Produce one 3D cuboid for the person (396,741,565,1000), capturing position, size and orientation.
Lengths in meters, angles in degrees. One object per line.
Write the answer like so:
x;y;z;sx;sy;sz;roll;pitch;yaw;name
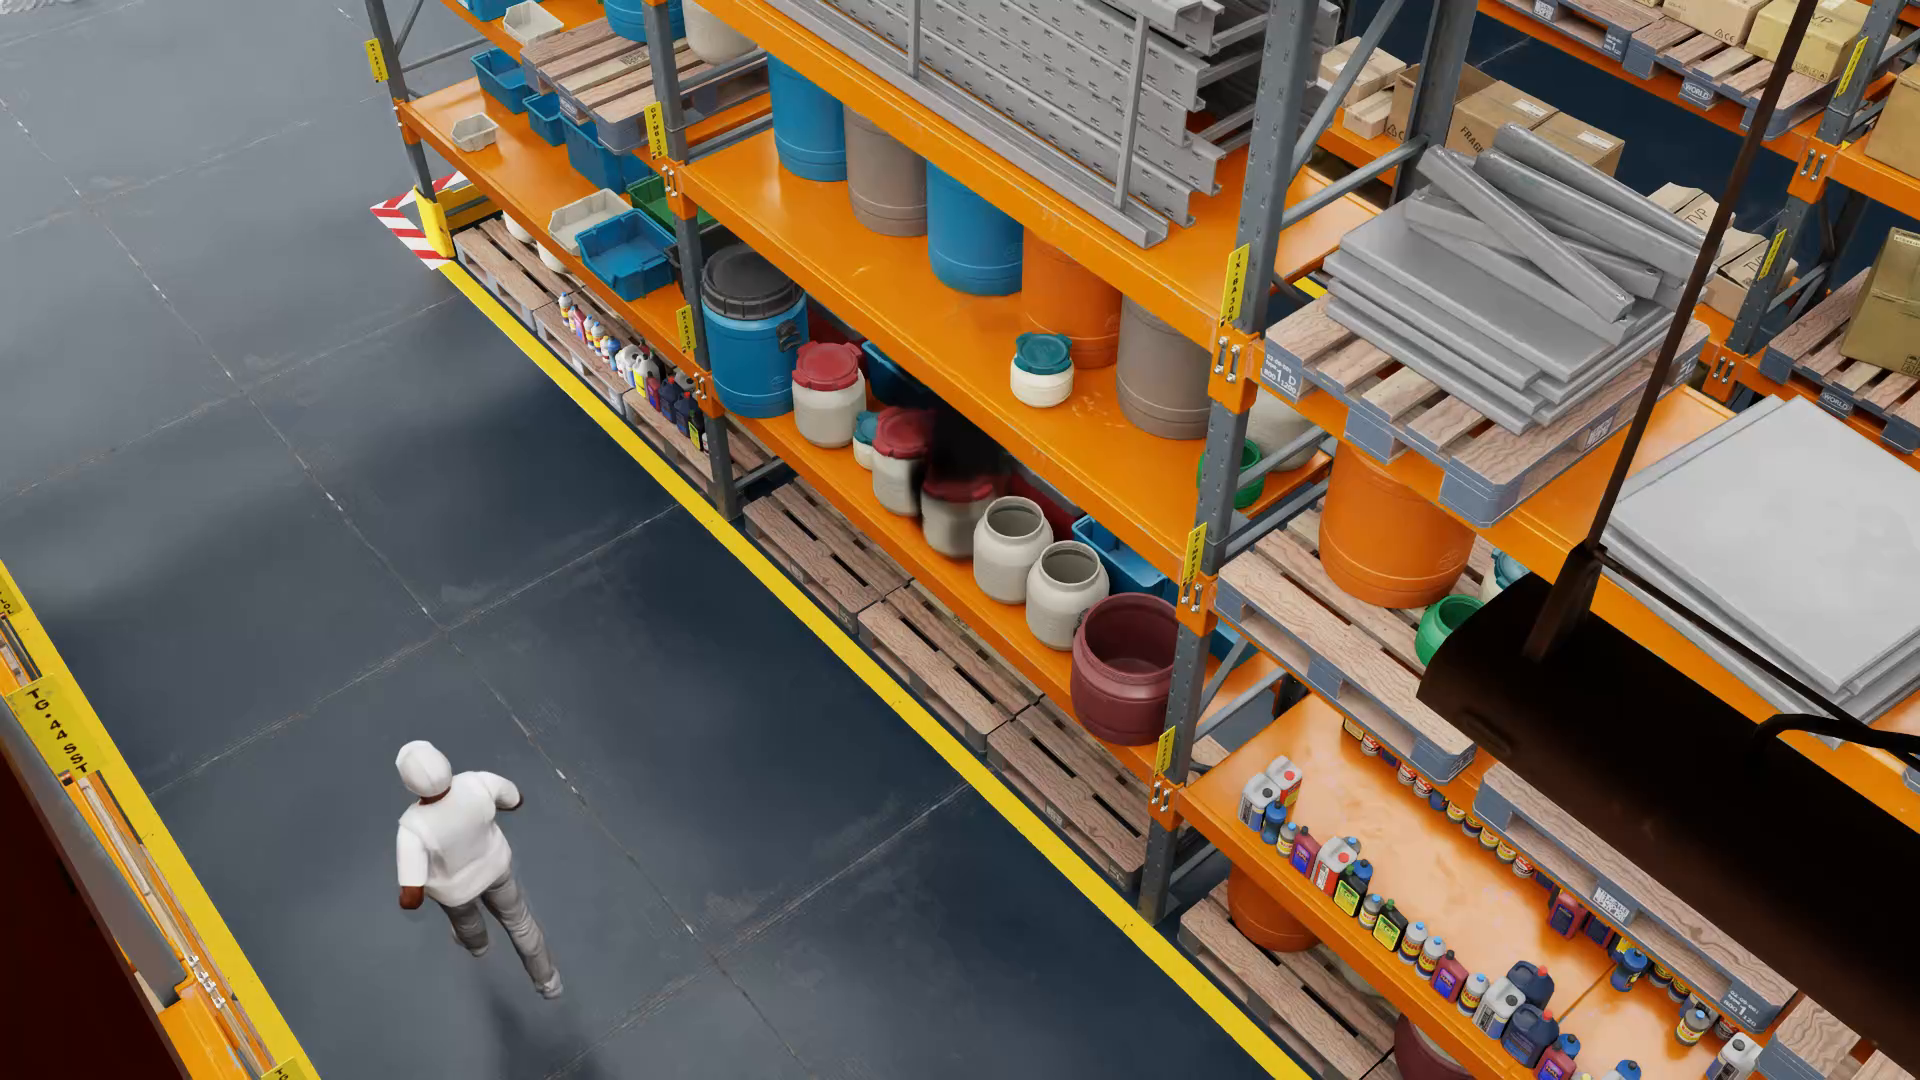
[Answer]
-2.329;1.579;7.874;0.724;1.818;0.821;-35;56;-29;person
